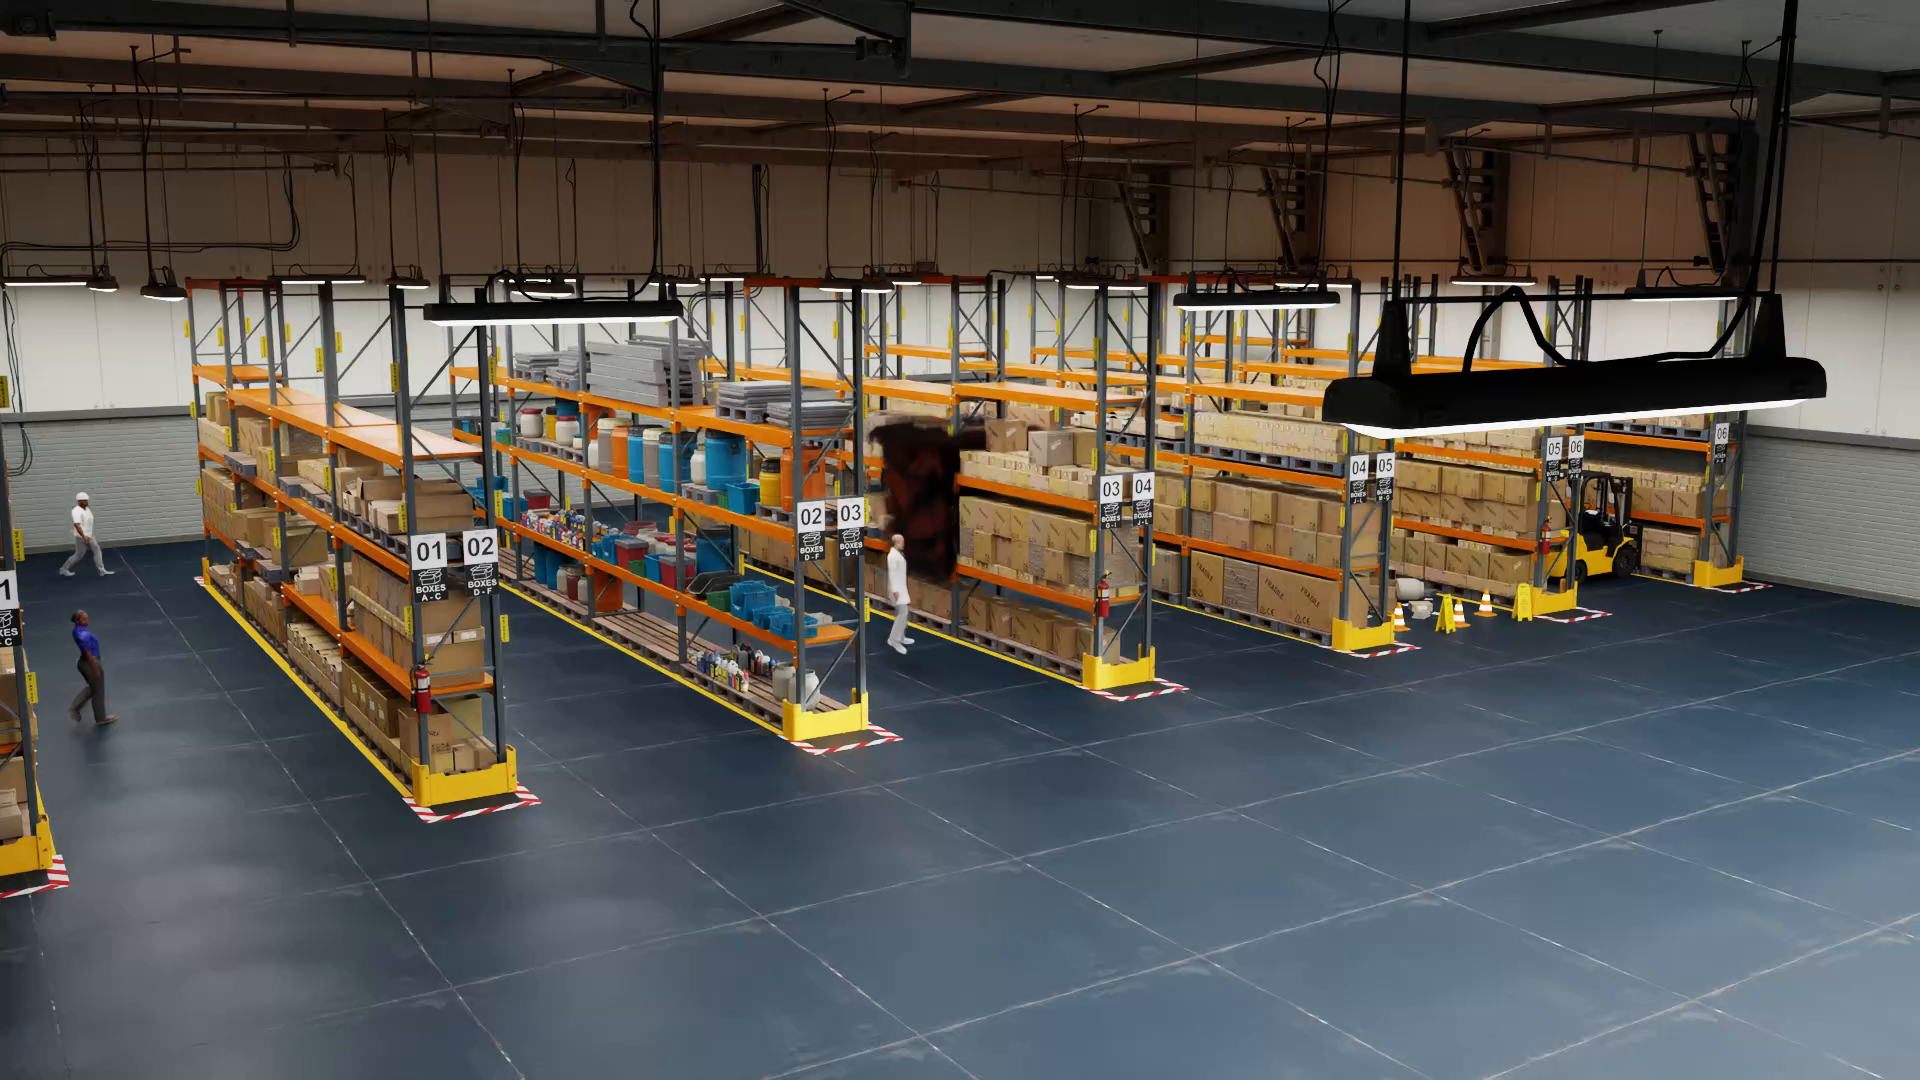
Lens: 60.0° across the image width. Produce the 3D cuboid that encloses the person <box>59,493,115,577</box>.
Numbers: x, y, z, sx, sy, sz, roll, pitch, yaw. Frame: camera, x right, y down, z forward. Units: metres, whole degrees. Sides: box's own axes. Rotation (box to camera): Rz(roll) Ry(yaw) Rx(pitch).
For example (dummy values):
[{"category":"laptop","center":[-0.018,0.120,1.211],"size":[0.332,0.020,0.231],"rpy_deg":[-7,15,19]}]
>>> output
[{"category":"person","center":[-17.605,-0.091,33.419],"size":[0.982,1.731,0.638],"rpy_deg":[-2,10,-12]}]

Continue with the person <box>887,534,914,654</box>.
[{"category":"person","center":[-0.937,0.821,26.279],"size":[0.424,1.857,0.629],"rpy_deg":[0,10,3]}]

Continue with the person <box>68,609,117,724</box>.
[{"category":"person","center":[-11.870,1.736,22.725],"size":[0.478,1.626,0.588],"rpy_deg":[7,12,36]}]
